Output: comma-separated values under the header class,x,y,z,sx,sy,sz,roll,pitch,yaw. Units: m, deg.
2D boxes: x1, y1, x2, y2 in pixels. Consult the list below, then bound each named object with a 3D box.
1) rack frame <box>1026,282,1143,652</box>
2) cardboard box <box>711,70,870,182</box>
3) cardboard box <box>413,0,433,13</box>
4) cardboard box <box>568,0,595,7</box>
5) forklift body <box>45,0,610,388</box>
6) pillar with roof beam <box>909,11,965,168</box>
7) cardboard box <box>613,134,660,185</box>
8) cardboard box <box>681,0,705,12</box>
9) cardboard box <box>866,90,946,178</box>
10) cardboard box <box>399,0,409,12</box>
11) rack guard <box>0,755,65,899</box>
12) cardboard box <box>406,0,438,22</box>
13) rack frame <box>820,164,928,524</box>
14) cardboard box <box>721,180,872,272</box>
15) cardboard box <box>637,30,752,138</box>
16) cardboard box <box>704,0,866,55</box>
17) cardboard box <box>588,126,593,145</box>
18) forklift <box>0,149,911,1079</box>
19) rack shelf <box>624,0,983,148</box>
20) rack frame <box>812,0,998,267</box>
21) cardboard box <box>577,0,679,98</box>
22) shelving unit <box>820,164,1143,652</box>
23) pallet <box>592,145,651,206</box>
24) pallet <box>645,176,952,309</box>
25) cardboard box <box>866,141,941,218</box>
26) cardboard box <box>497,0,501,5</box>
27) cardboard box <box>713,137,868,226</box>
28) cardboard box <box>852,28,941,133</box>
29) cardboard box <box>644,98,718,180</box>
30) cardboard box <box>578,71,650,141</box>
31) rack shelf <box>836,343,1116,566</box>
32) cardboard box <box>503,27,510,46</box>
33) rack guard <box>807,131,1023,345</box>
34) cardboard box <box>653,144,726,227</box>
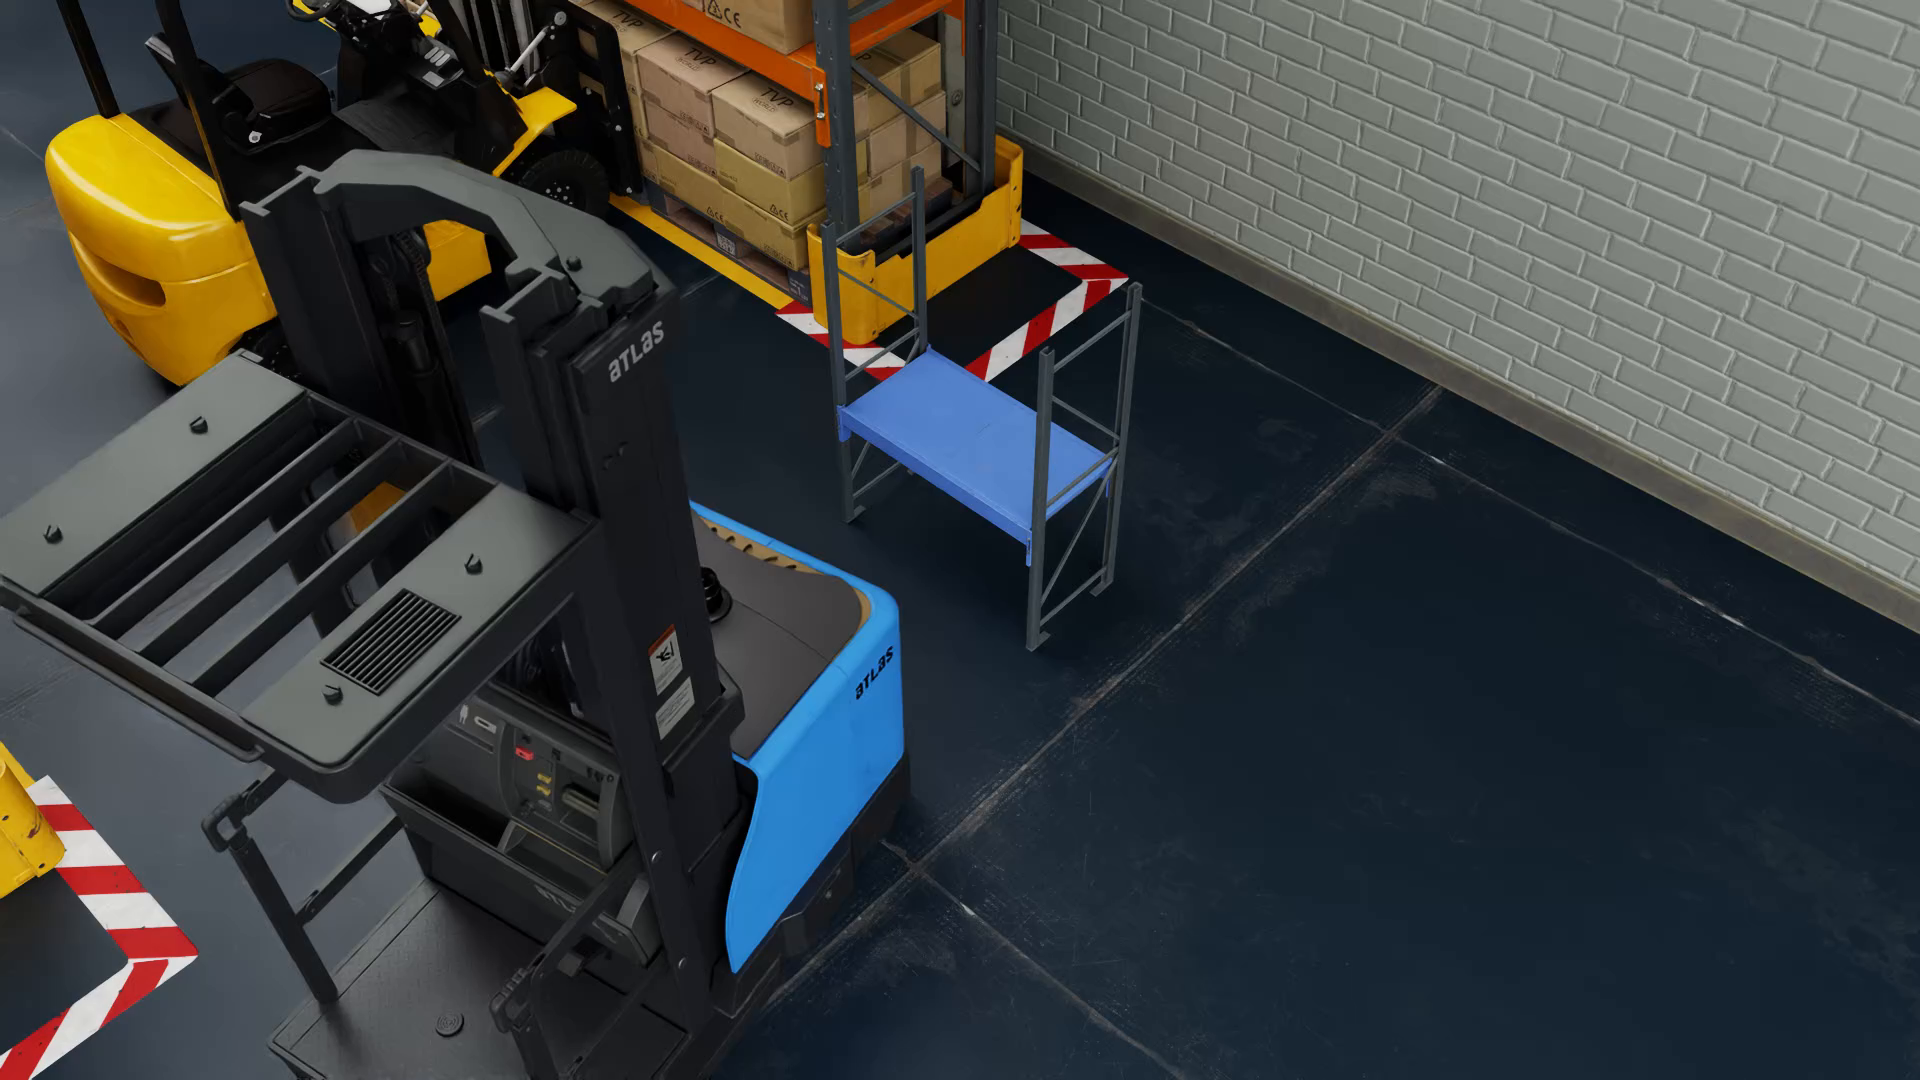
class,x,y,z,sx,sy,sz,roll,pitch,yaw
rack frame,0.436,-0.220,6.036,0.032,1.500,0.500,34,55,28
cardboard box,-0.763,-1.925,7.521,0.500,0.250,0.500,36,56,29
cardboard box,-2.634,-3.019,8.890,0.500,0.250,0.500,34,55,27
cardboard box,-1.887,-2.673,8.223,0.500,0.250,0.500,33,55,27
forklift body,-2.843,-1.989,7.251,1.214,2.155,2.313,34,55,28
pillar with roof beam,-3.033,-2.894,3.403,0.400,9.000,9.100,34,55,28
cardboard box,-1.493,-2.088,8.360,0.500,0.250,0.500,35,56,28
cardboard box,-1.127,-2.718,7.284,0.500,0.500,0.500,36,56,29
cardboard box,-0.417,-2.037,7.969,0.500,0.250,0.500,35,56,28
cardboard box,-3.021,-3.083,9.294,0.500,0.250,0.500,34,56,28
rack guard,-3.632,1.159,5.427,0.348,0.500,1.175,34,55,28
cardboard box,-2.637,-2.841,9.066,0.500,0.250,0.500,33,55,27
rack frame,-0.311,-0.723,6.508,0.032,1.500,0.500,34,55,28
cardboard box,-0.772,-1.585,7.887,0.500,0.250,0.500,34,56,28
cardboard box,-1.142,-2.174,7.755,0.500,0.250,0.500,35,56,28
cardboard box,-0.752,-2.456,7.039,0.500,0.500,0.500,33,55,27
cardboard box,-1.890,-2.333,8.590,0.500,0.250,0.500,36,56,29
forklift,-1.369,0.648,4.239,1.130,2.935,3.031,24,51,21
rack shelf,-1.682,-3.062,8.170,4.000,0.370,1.077,34,55,28
rack frame,-0.213,-2.320,6.979,0.127,3.000,1.000,34,55,28
cardboard box,-1.519,-2.418,7.984,0.500,0.250,0.500,35,56,28
shelving unit,0.063,-0.471,6.272,1.048,1.500,0.538,34,55,28
pallet,-1.695,-2.324,8.896,1.213,0.211,1.003,34,55,28
pallet,-0.803,-1.721,8.329,1.213,0.211,1.003,34,55,28
cardboard box,-0.441,-1.870,8.155,0.500,0.250,0.500,34,56,28
cardboard box,-2.267,-2.937,8.471,0.500,0.250,0.500,36,56,29
cardboard box,-0.782,-1.766,7.715,0.500,0.250,0.500,33,55,27
cardboard box,-0.437,-2.203,7.782,0.500,0.250,0.500,33,55,27
cardboard box,-1.144,-2.020,7.953,0.500,0.250,0.500,33,55,27
cardboard box,-1.537,-2.264,8.182,0.500,0.250,0.500,33,55,27
rack shelf,0.063,-0.348,6.403,1.000,0.185,0.538,34,55,28
cardboard box,-2.273,-2.764,8.651,0.500,0.250,0.500,33,55,27
rack guard,-0.195,-1.452,7.879,0.348,0.500,1.175,34,55,28
cardboard box,-1.131,-1.836,8.123,0.500,0.250,0.500,34,55,28
